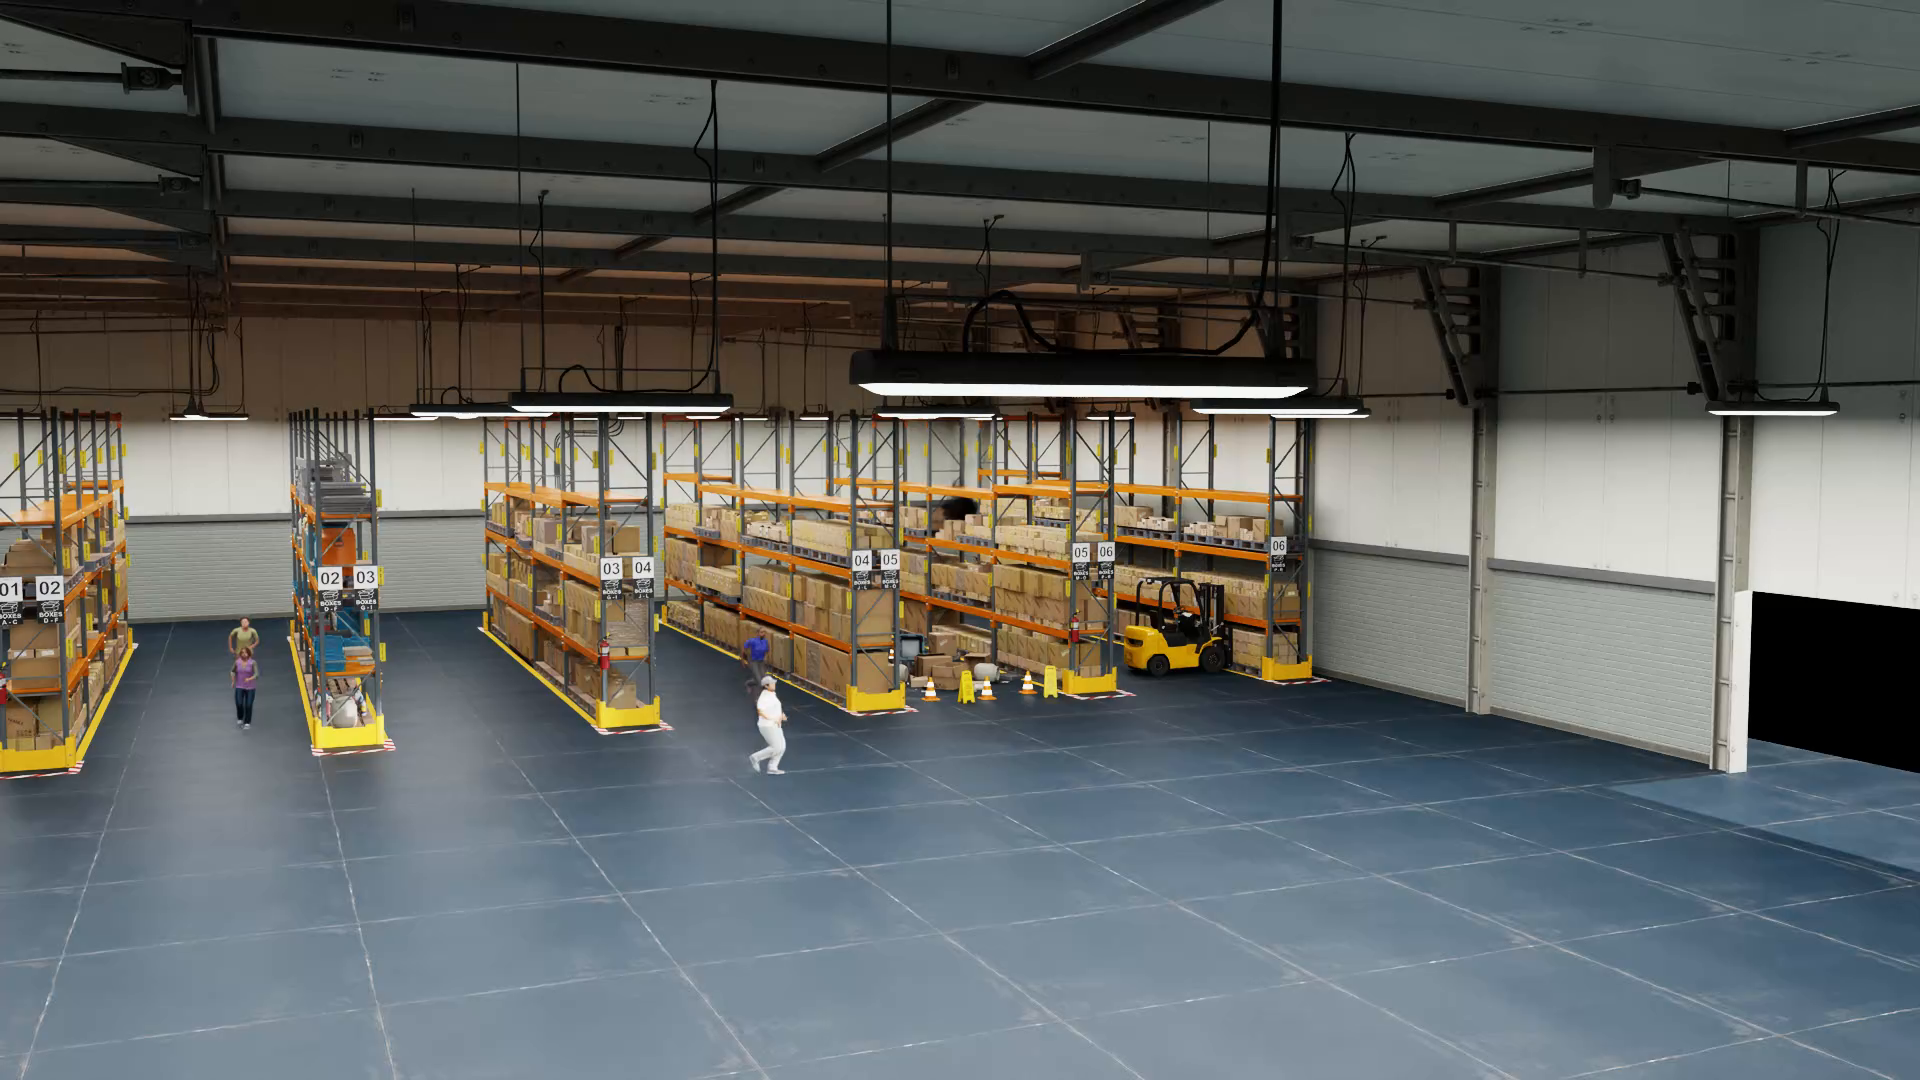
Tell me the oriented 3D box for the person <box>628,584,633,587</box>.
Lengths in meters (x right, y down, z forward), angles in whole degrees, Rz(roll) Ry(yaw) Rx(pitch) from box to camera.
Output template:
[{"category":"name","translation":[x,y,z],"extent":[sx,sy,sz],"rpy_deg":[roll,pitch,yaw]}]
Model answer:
[{"category":"person","translation":[-8.918,1.594,46.333],"extent":[0.706,1.745,0.713],"rpy_deg":[-2,4,-27]}]

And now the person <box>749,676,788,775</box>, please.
[{"category":"person","translation":[-3.122,3.018,27.063],"extent":[0.578,1.615,0.605],"rpy_deg":[0,4,4]}]

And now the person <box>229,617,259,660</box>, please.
[{"category":"person","translation":[-15.298,2.444,35.540],"extent":[0.618,1.620,0.643],"rpy_deg":[-1,4,-18]}]

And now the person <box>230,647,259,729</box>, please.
[{"category":"person","translation":[-13.289,2.764,30.886],"extent":[0.515,1.559,0.601],"rpy_deg":[-1,4,-19]}]

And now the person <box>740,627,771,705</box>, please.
[{"category":"person","translation":[-4.119,2.569,33.858],"extent":[0.615,1.606,0.643],"rpy_deg":[-4,5,-42]}]
